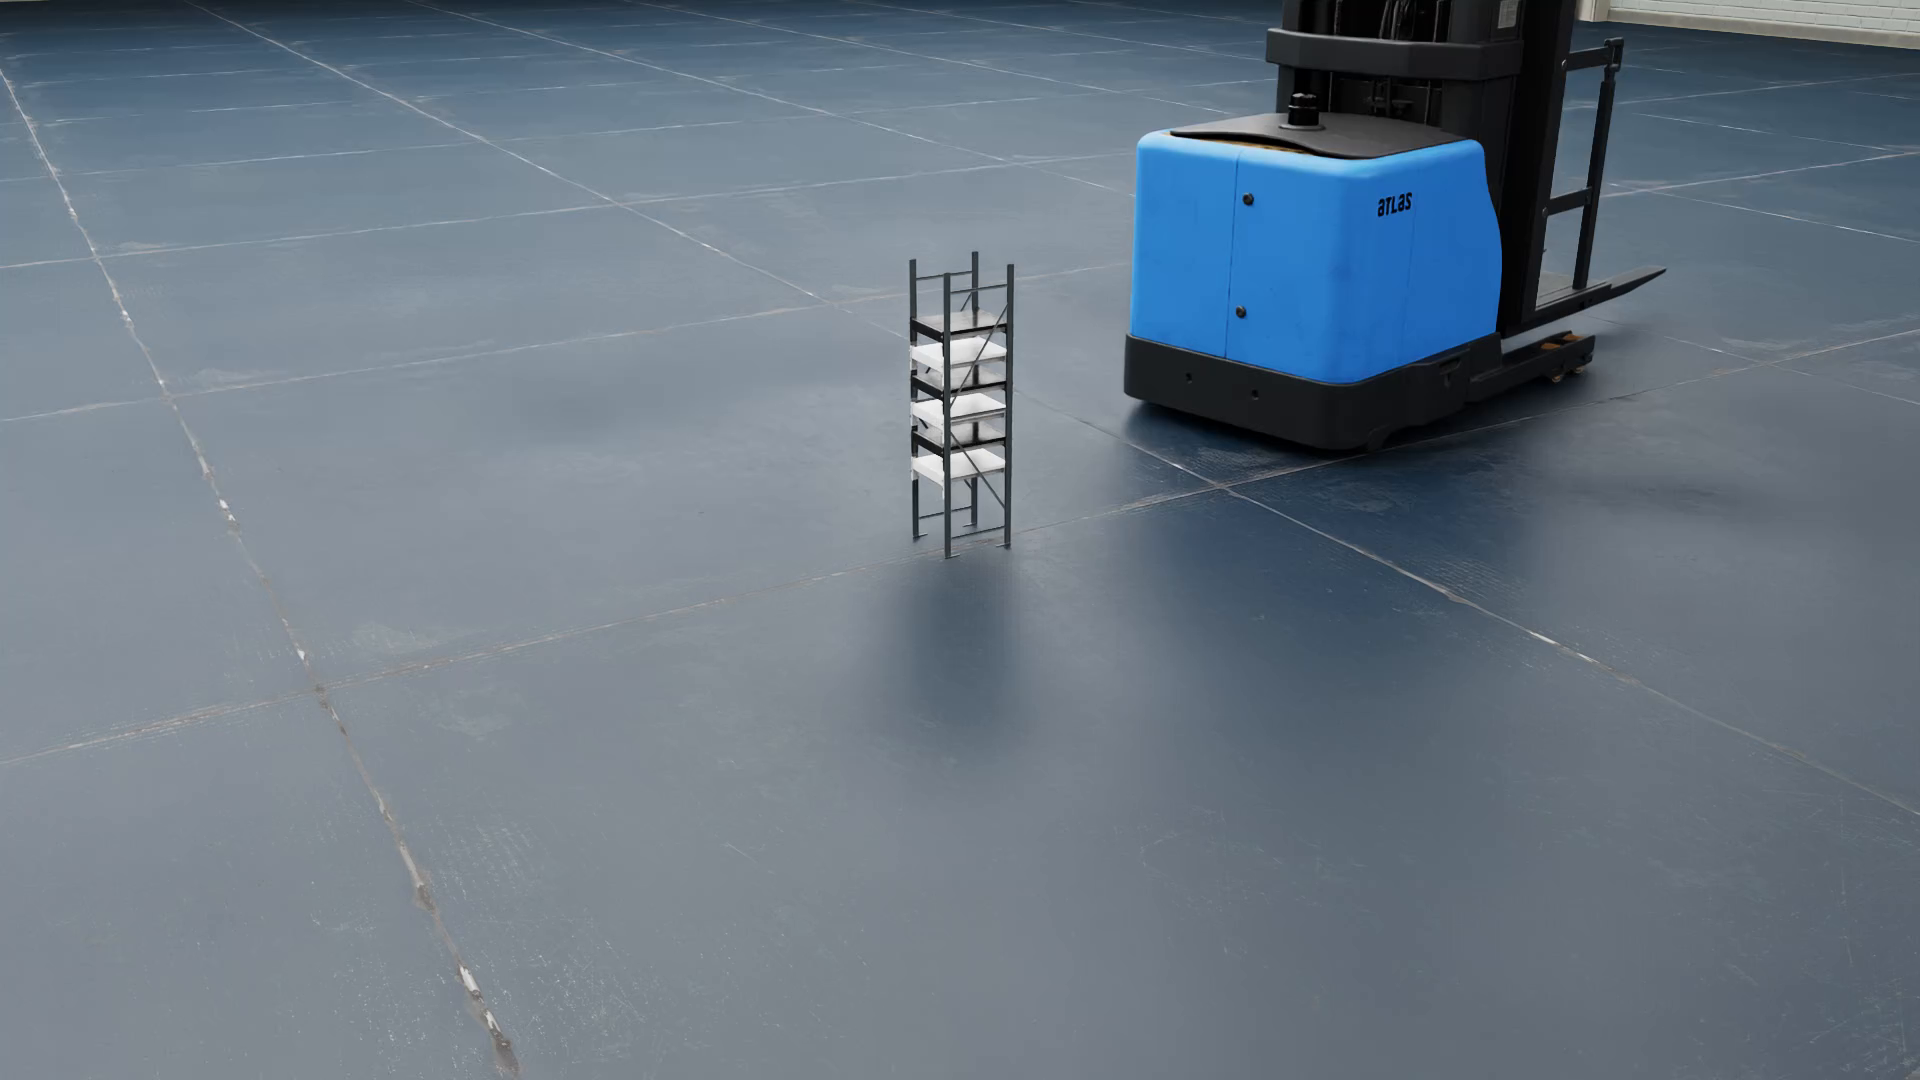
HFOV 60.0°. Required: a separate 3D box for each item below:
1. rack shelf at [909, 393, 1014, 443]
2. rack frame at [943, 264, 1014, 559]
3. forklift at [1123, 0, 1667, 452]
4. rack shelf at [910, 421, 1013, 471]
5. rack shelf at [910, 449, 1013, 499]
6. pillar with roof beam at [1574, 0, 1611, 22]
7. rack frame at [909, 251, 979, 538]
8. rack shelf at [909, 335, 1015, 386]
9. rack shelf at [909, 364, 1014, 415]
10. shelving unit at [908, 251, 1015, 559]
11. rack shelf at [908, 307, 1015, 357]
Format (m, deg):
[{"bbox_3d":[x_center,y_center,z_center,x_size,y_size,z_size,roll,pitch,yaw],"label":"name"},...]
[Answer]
[{"bbox_3d":[0.004,-0.383,5.148,0.258,0.077,0.200,-13,25,-28],"label":"rack shelf"},{"bbox_3d":[0.056,-0.381,5.055,0.240,0.900,0.006,-13,25,-28],"label":"rack frame"},{"bbox_3d":[2.047,-2.134,6.670,3.031,2.935,1.130,-20,30,-41],"label":"forklift"},{"bbox_3d":[0.004,-0.300,5.182,0.258,0.077,0.200,-13,25,-28],"label":"rack shelf"},{"bbox_3d":[0.004,-0.217,5.216,0.258,0.077,0.200,-13,25,-28],"label":"rack shelf"},{"bbox_3d":[4.992,-10.522,19.248,9.100,9.000,0.400,-13,25,-28],"label":"pillar with roof beam"},{"bbox_3d":[-0.048,-0.447,5.217,0.240,0.900,0.006,-13,25,-28],"label":"rack frame"},{"bbox_3d":[0.004,-0.550,5.080,0.258,0.077,0.200,-13,25,-28],"label":"rack shelf"},{"bbox_3d":[0.004,-0.467,5.114,0.258,0.077,0.200,-13,25,-28],"label":"rack shelf"},{"bbox_3d":[0.004,-0.414,5.136,0.258,0.900,0.210,-13,25,-28],"label":"shelving unit"},{"bbox_3d":[0.004,-0.633,5.046,0.258,0.077,0.200,-13,25,-28],"label":"rack shelf"}]
